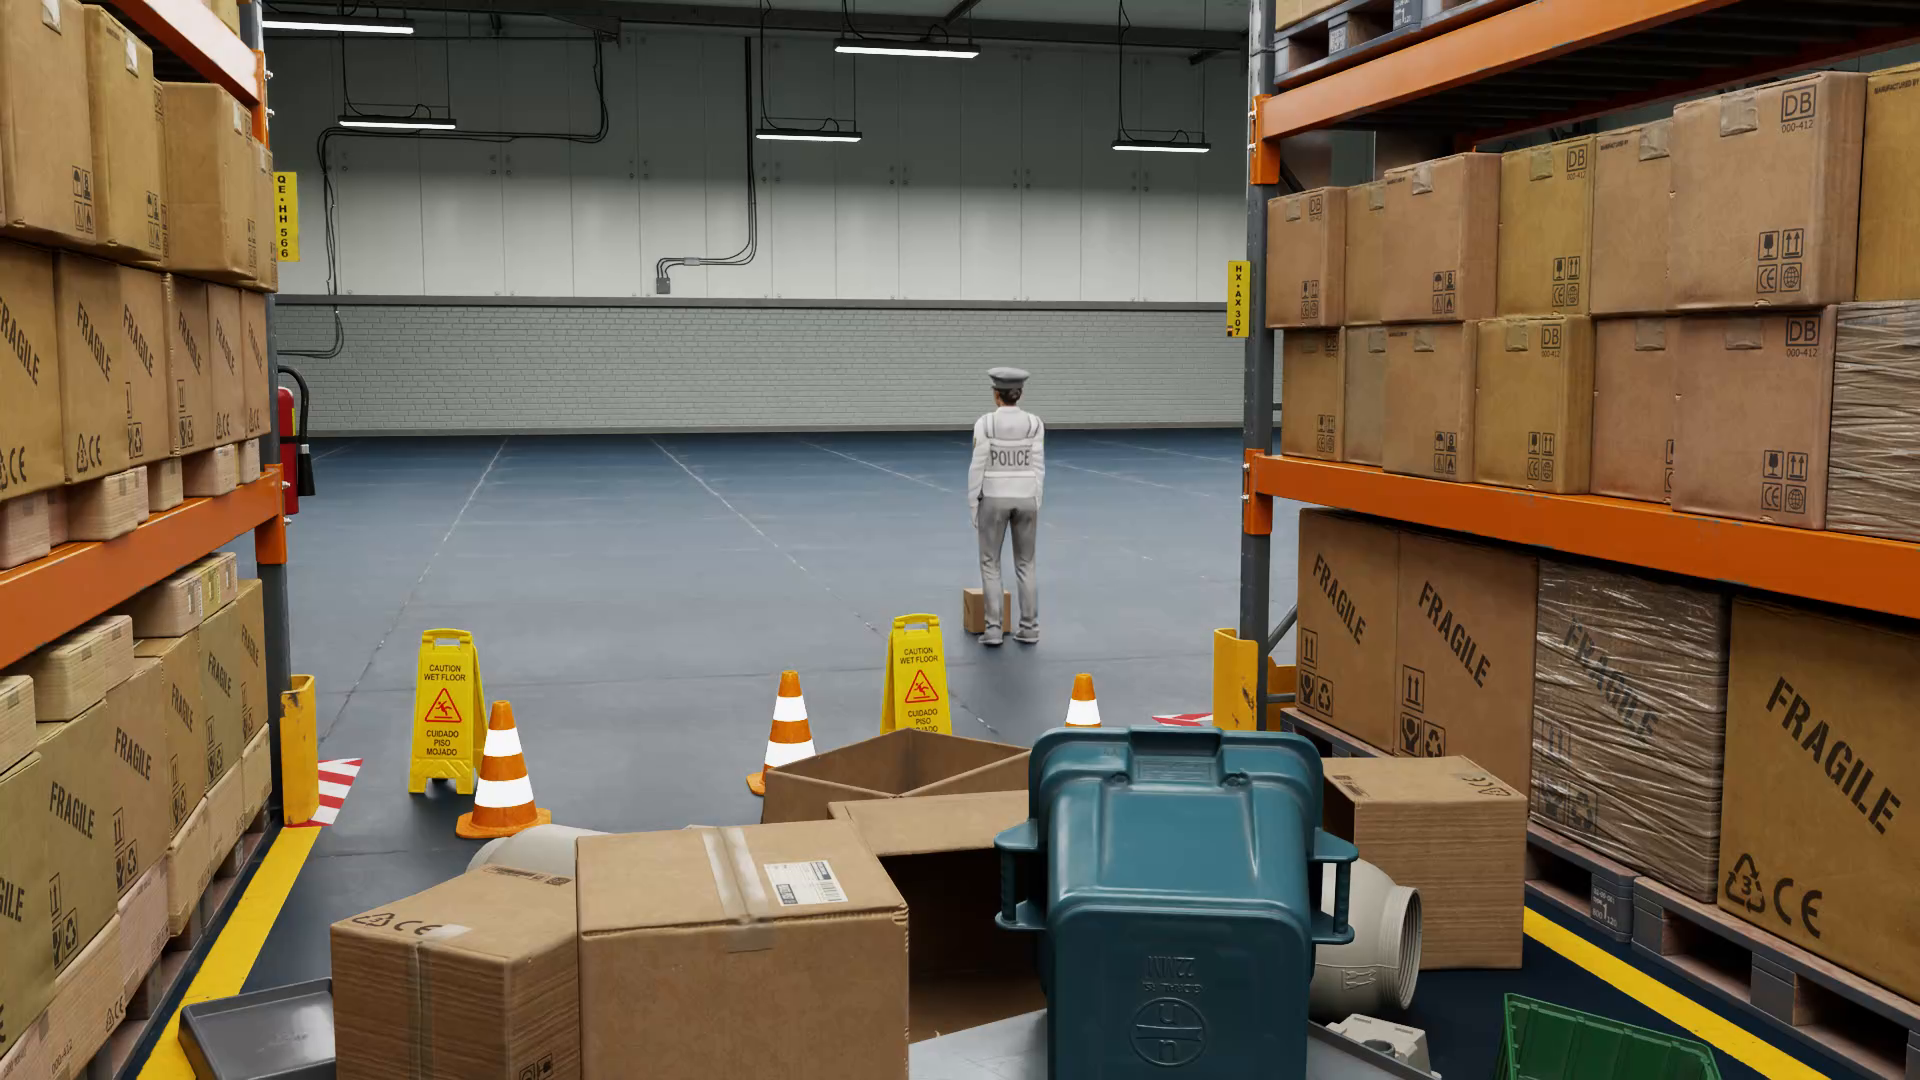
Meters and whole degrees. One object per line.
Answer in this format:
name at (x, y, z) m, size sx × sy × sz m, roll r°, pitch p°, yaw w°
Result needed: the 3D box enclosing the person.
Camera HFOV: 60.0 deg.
person at (0.275, -0.197, 10.044) m, size 0.467 × 1.680 × 0.329 m, roll -1°, pitch 6°, yaw -12°
